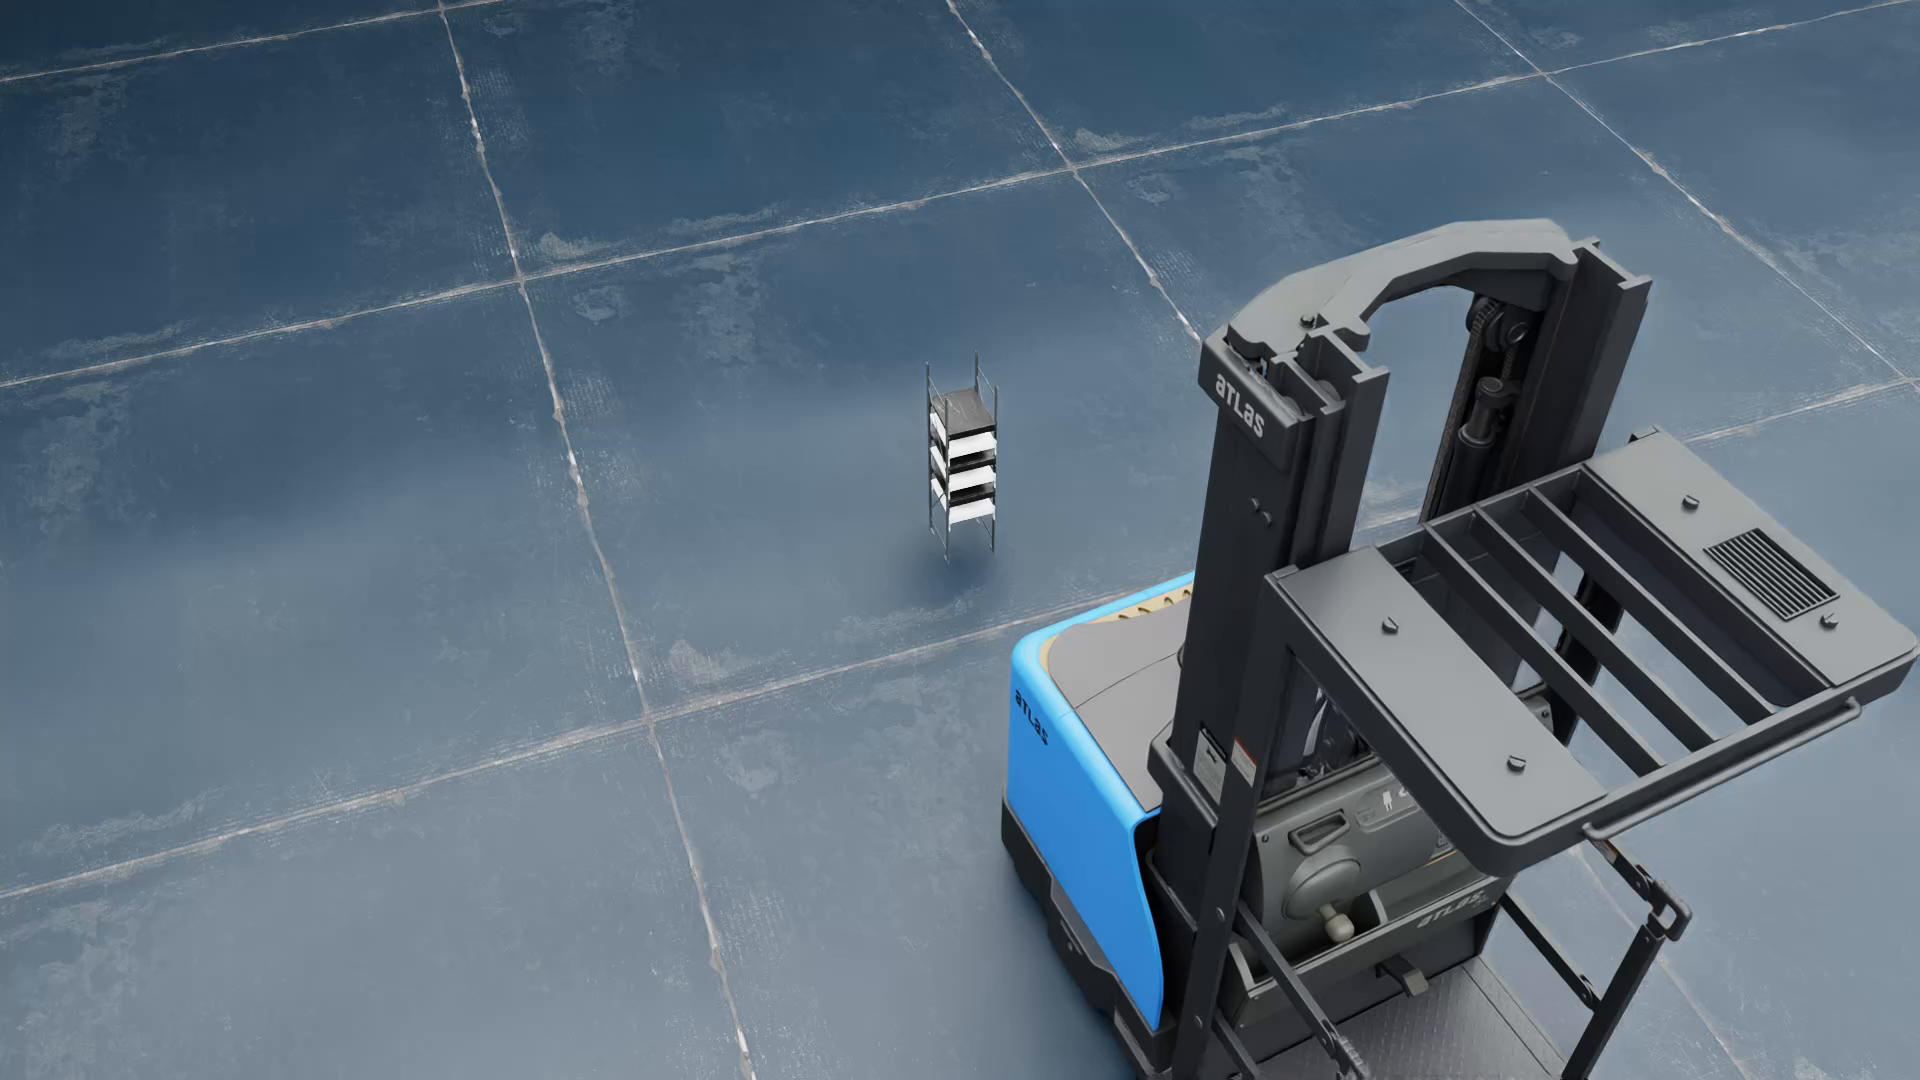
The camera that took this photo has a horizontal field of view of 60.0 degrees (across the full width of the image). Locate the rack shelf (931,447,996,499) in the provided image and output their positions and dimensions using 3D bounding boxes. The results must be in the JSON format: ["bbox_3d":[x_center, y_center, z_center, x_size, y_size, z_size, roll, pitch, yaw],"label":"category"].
[{"bbox_3d":[0.008,-0.296,6.766,0.200,0.077,0.258,-14,47,-14],"label":"rack shelf"}]

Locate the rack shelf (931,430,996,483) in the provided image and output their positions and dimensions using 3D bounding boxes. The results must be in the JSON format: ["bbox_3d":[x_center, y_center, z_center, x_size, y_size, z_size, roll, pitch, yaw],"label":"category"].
[{"bbox_3d":[0.008,-0.360,6.702,0.200,0.077,0.258,-14,47,-14],"label":"rack shelf"}]

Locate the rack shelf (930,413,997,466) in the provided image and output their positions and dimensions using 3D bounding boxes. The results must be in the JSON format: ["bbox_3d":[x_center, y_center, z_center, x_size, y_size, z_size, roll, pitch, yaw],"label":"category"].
[{"bbox_3d":[0.008,-0.423,6.639,0.200,0.077,0.258,-14,47,-14],"label":"rack shelf"}]

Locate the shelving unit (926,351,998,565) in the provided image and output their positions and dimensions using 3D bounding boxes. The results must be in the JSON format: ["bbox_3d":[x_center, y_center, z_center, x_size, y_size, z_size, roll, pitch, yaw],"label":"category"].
[{"bbox_3d":[0.008,-0.320,6.743,0.210,0.900,0.258,-14,47,-14],"label":"shelving unit"}]

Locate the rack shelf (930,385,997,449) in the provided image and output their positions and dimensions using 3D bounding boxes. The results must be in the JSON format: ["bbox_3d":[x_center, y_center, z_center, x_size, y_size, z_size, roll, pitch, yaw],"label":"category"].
[{"bbox_3d":[0.008,-0.487,6.575,0.200,0.077,0.258,-14,47,-14],"label":"rack shelf"}]

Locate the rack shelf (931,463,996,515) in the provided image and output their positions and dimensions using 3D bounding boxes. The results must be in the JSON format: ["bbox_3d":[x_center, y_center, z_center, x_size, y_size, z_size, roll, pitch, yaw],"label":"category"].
[{"bbox_3d":[0.008,-0.233,6.830,0.200,0.077,0.258,-14,47,-14],"label":"rack shelf"}]

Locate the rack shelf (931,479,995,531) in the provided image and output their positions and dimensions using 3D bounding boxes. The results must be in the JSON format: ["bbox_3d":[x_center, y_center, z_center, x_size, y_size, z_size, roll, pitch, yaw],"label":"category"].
[{"bbox_3d":[0.008,-0.169,6.894,0.200,0.077,0.258,-14,47,-14],"label":"rack shelf"}]

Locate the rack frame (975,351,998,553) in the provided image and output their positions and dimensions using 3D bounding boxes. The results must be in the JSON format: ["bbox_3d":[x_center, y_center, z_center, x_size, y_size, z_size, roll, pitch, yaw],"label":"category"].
[{"bbox_3d":[0.103,-0.344,6.767,0.006,0.900,0.240,-14,47,-14],"label":"rack frame"}]

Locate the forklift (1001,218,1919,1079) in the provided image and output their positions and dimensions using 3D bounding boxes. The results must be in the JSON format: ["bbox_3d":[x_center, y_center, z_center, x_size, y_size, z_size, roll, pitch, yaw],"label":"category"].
[{"bbox_3d":[1.255,0.821,4.171,1.130,2.935,3.031,-20,48,-18],"label":"forklift"}]

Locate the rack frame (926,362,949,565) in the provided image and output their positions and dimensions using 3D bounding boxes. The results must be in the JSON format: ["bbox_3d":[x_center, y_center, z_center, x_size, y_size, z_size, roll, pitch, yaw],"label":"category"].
[{"bbox_3d":[-0.088,-0.295,6.718,0.006,0.900,0.240,-14,47,-14],"label":"rack frame"}]
